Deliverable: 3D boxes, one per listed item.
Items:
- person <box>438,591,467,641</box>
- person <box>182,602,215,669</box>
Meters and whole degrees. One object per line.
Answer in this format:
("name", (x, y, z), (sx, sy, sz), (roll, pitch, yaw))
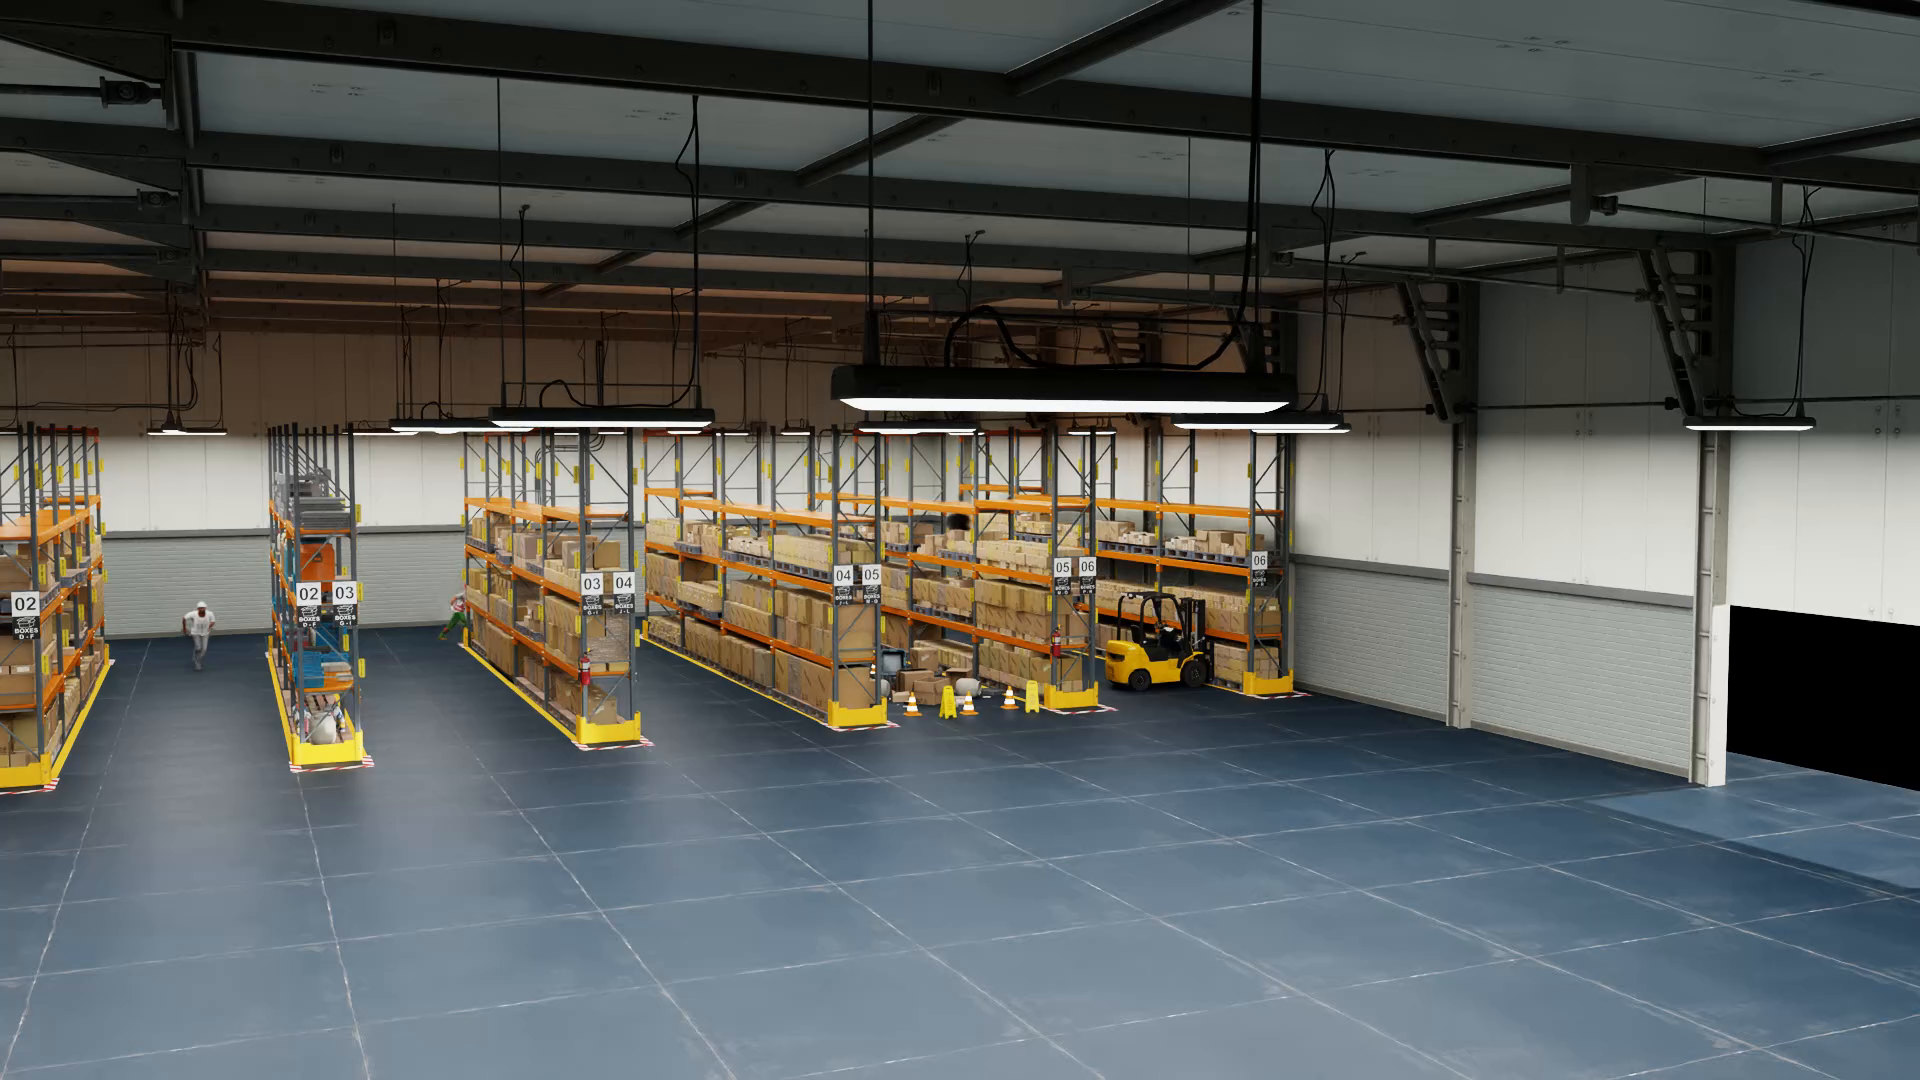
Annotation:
("person", (-14.083, 2.046, 46.610), (1.096, 1.608, 0.708), (0, 3, -2))
("person", (-18.841, 2.369, 41.238), (0.700, 1.682, 0.710), (-3, 5, -41))
